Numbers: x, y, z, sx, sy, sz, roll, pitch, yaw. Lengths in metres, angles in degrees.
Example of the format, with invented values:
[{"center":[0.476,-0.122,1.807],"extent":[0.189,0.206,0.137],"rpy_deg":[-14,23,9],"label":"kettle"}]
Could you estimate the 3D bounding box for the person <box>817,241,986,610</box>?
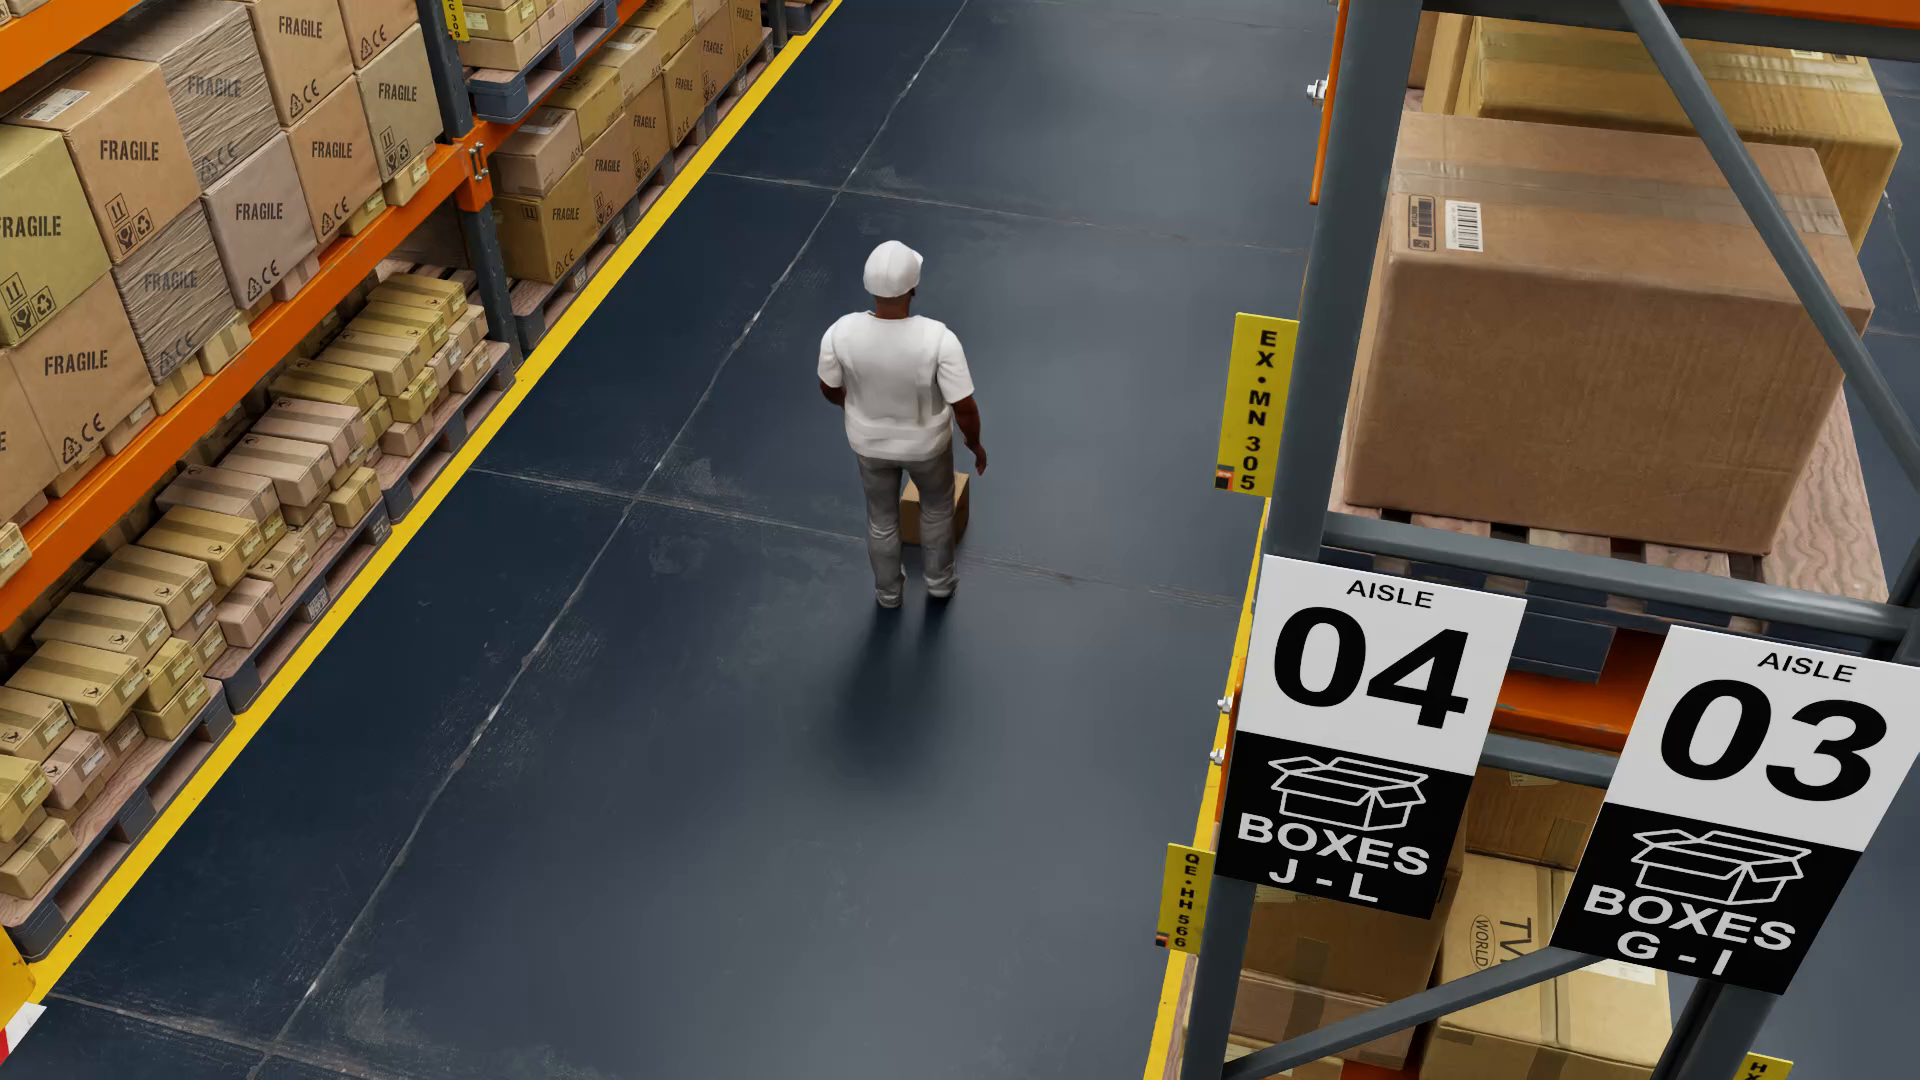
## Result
[{"center":[-0.214,-0.405,6.668],"extent":[0.661,1.853,0.468],"rpy_deg":[4,41,5],"label":"person"}]
